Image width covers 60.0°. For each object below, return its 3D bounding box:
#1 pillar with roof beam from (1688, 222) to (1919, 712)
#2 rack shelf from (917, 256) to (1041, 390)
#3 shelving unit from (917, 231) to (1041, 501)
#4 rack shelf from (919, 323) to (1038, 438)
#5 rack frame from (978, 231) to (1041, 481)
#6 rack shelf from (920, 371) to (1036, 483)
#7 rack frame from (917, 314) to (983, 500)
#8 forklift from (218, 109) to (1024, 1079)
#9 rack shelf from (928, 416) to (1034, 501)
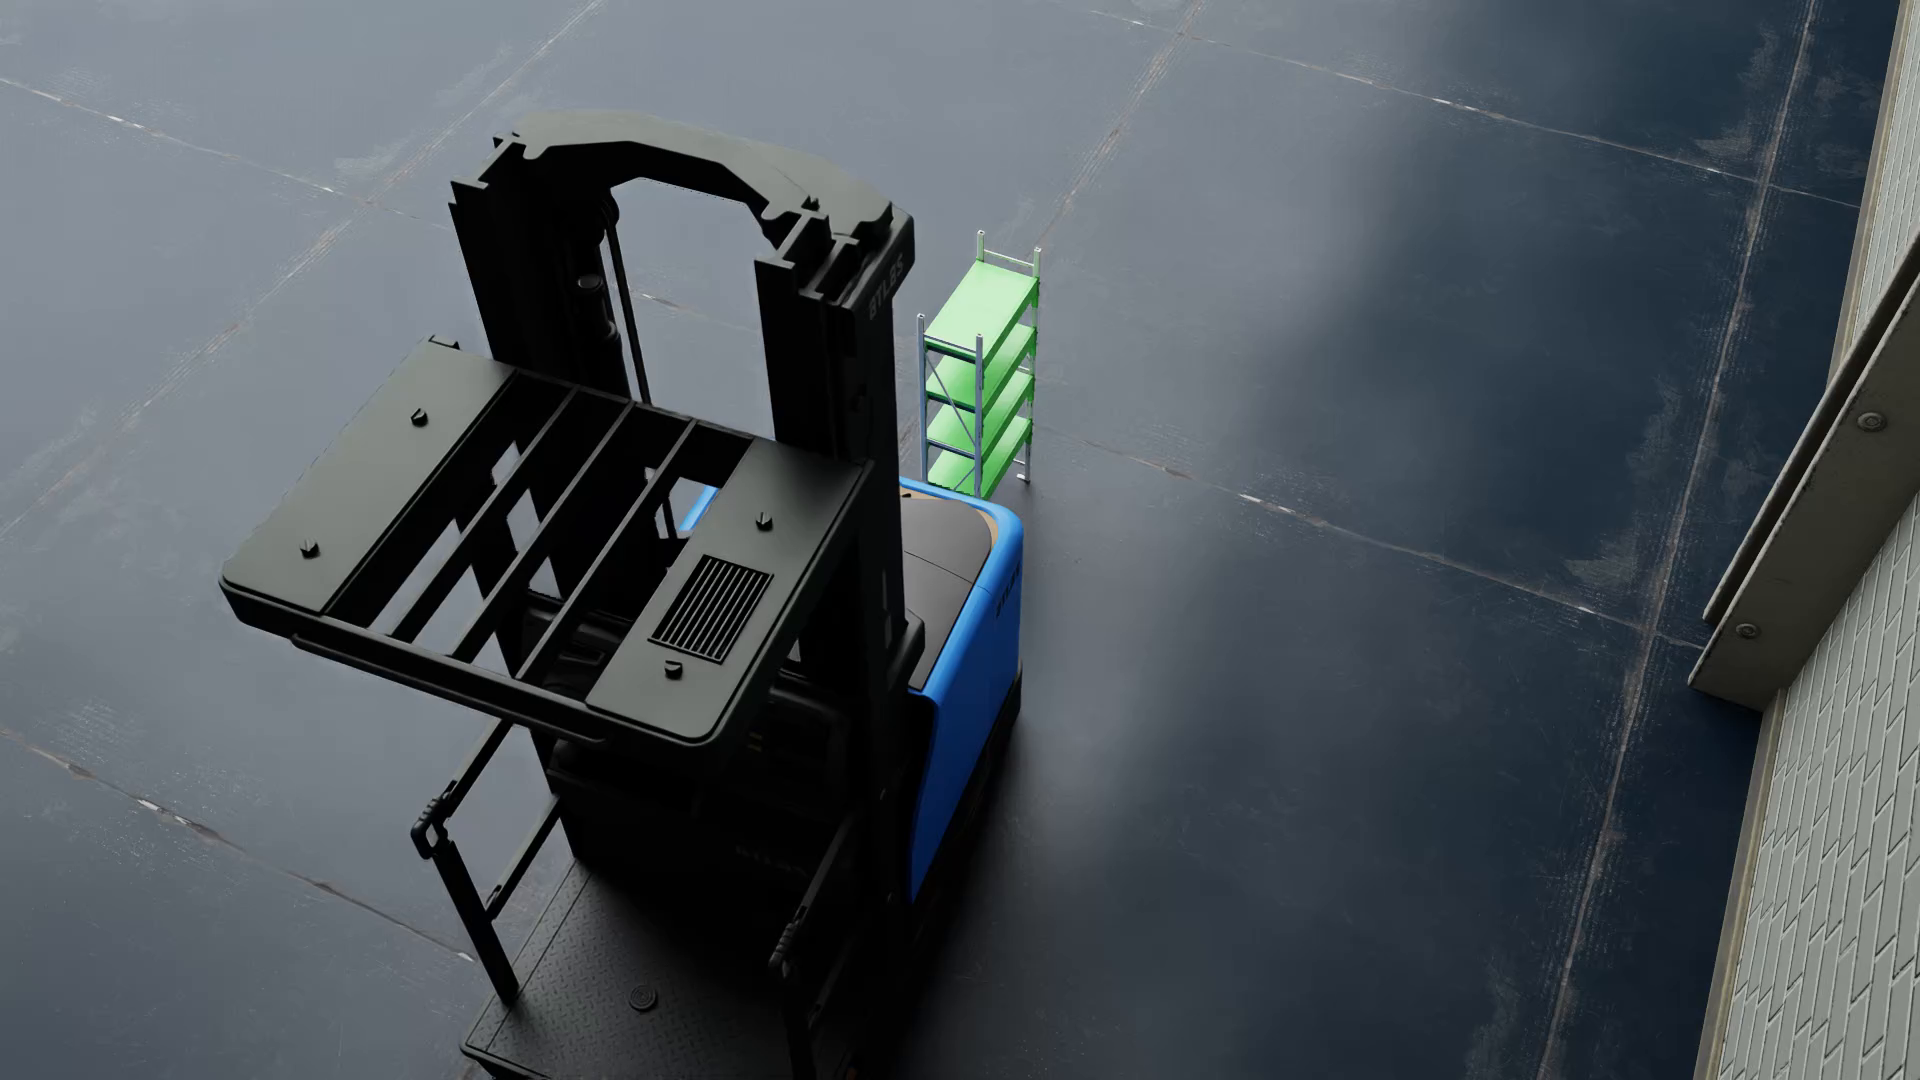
[{"bbox_3d":[-0.996,-3.868,3.948,9.100,9.000,0.400,20,52,16],"label":"pillar with roof beam"},{"bbox_3d":[0.071,-0.772,5.888,0.258,0.148,0.480,20,52,16],"label":"rack shelf"},{"bbox_3d":[0.071,-0.503,6.205,0.258,1.200,0.503,20,52,16],"label":"shelving unit"},{"bbox_3d":[0.071,-0.617,6.071,0.258,0.148,0.480,20,52,16],"label":"rack shelf"},{"bbox_3d":[0.175,-0.671,6.348,0.240,1.200,0.015,20,52,16],"label":"rack frame"},{"bbox_3d":[0.071,-0.461,6.254,0.258,0.148,0.480,20,52,16],"label":"rack shelf"},{"bbox_3d":[-0.034,-0.335,6.062,0.240,1.200,0.015,20,52,16],"label":"rack frame"},{"bbox_3d":[-0.789,0.571,4.155,1.130,2.935,3.031,16,52,14],"label":"forklift"},{"bbox_3d":[0.071,-0.306,6.437,0.258,0.148,0.480,20,52,16],"label":"rack shelf"}]
